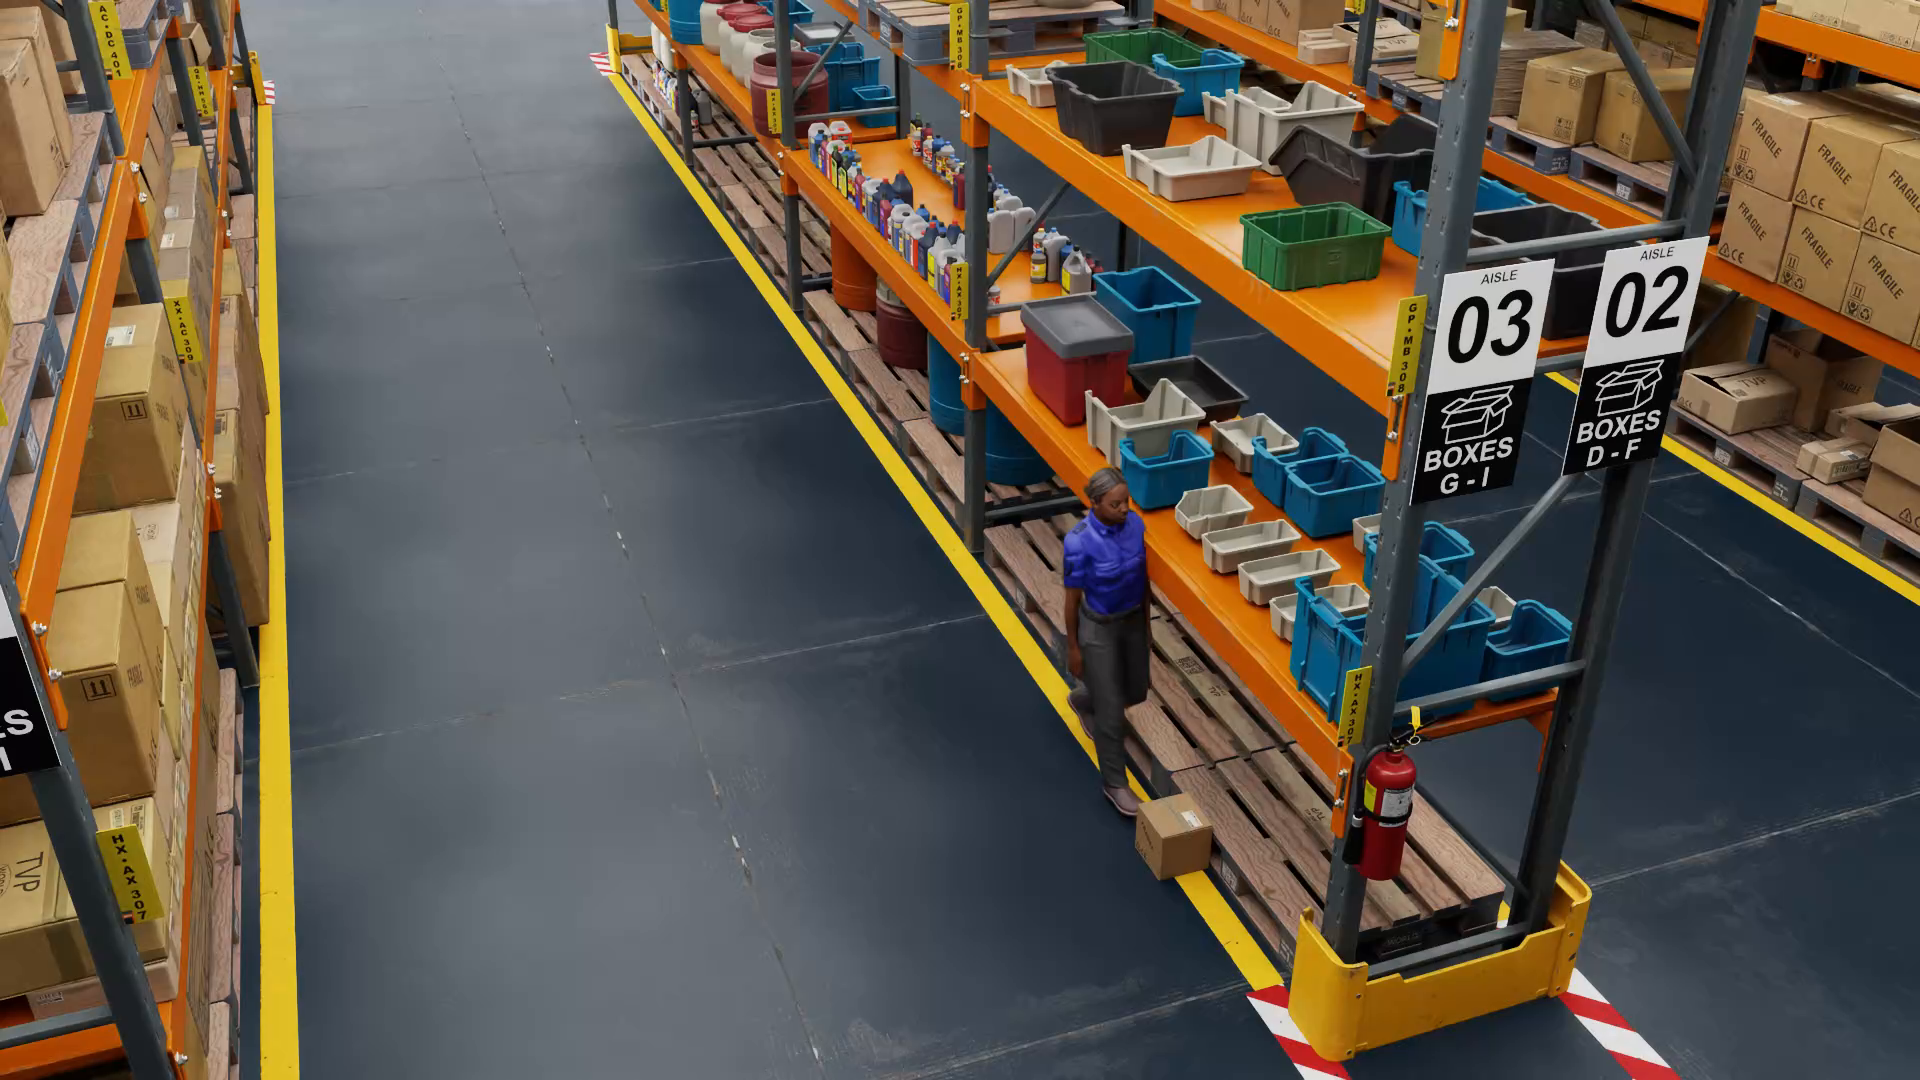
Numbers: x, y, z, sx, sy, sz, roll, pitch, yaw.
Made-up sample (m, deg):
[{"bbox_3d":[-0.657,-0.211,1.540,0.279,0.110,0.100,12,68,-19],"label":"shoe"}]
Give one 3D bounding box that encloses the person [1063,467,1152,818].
[{"bbox_3d":[0.698,0.417,7.598,0.464,1.625,0.761,-20,36,-31],"label":"person"}]
